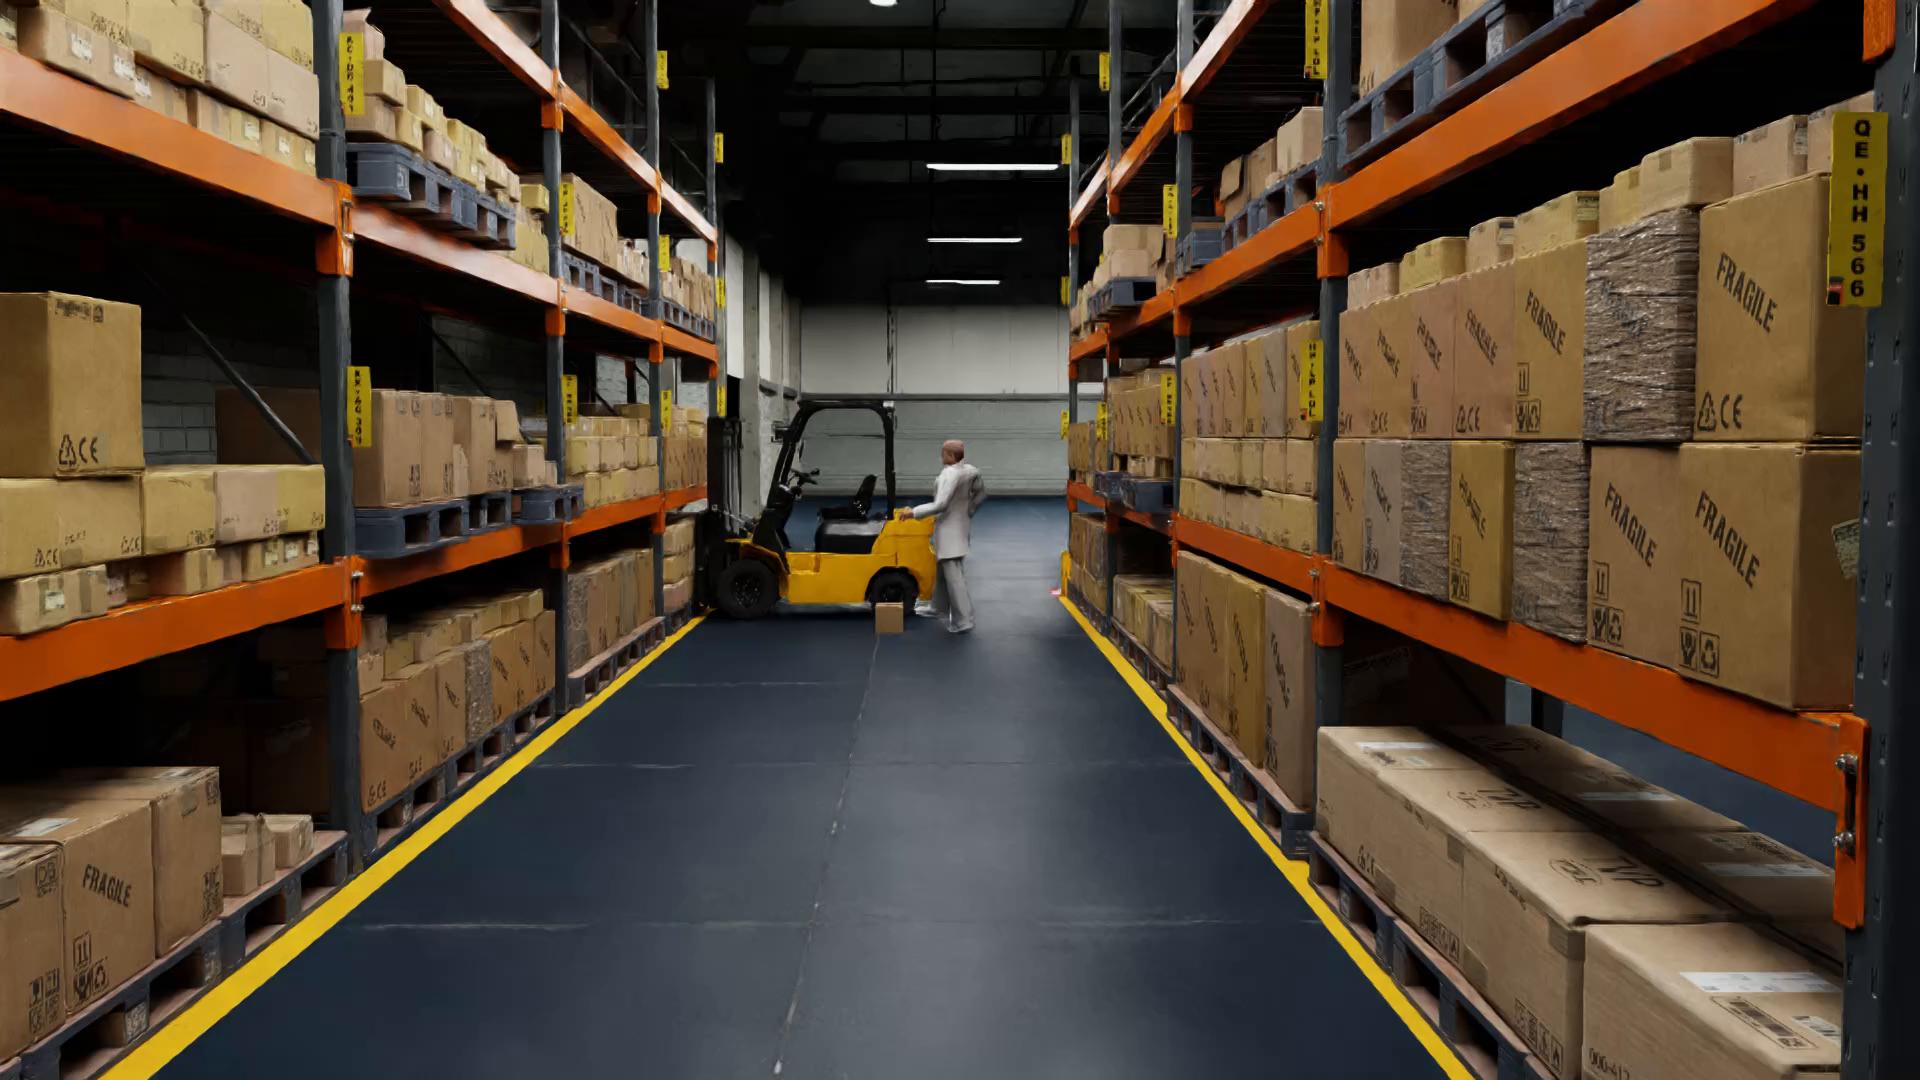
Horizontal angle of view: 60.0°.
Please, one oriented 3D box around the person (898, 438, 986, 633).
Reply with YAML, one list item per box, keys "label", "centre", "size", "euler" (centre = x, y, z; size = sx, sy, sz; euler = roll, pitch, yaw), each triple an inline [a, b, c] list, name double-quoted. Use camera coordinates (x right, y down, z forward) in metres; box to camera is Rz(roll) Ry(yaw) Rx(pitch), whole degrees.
- label: "person"
  centre: [-0.198, -0.040, 15.422]
  size: [0.844, 1.803, 0.759]
  euler: [2, 4, 27]
